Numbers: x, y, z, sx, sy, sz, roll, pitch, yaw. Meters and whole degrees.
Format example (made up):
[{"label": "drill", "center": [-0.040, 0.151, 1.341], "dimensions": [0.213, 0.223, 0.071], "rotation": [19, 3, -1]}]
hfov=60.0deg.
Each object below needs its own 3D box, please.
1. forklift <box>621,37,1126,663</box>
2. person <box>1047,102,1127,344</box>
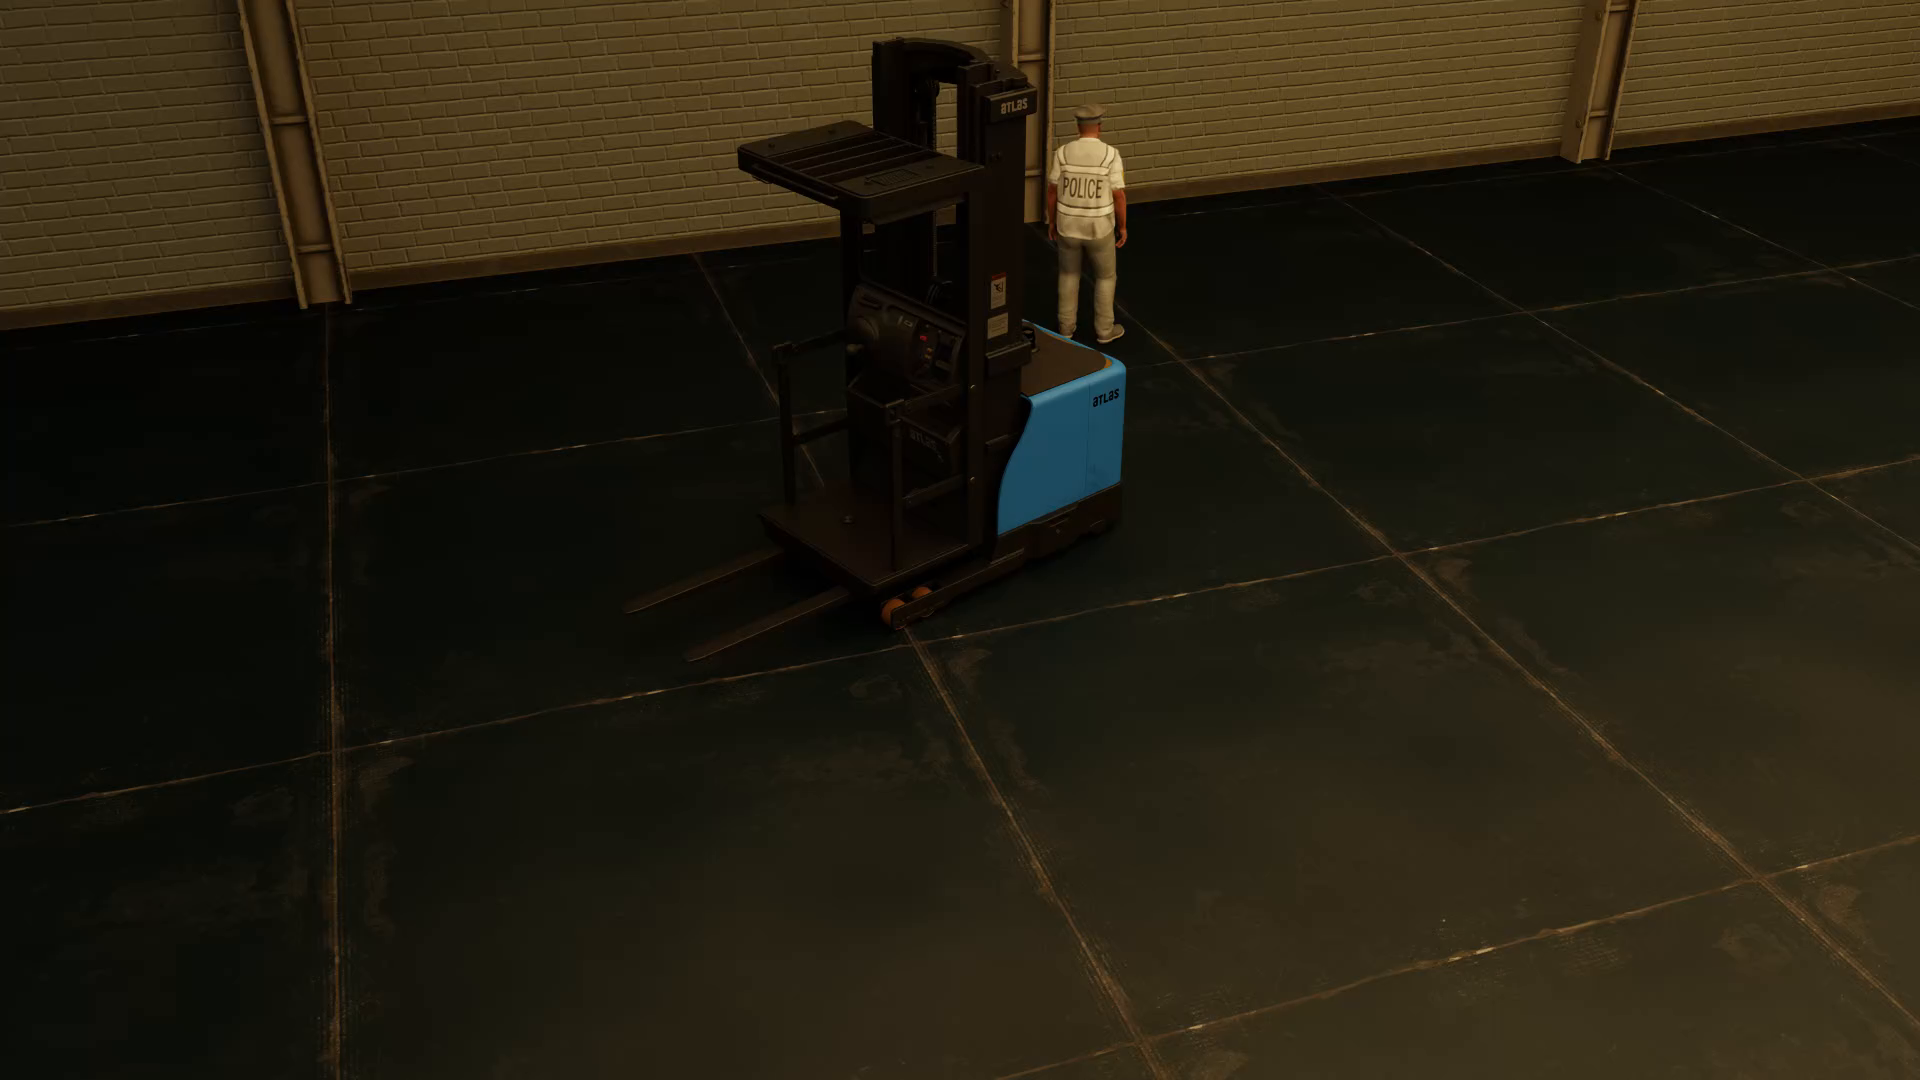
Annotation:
[{"label": "forklift", "center": [-0.461, -1.072, 8.951], "dimensions": [3.031, 2.935, 1.130], "rotation": [-23, 37, -34]}, {"label": "person", "center": [0.934, -2.311, 12.288], "dimensions": [0.595, 1.748, 0.433], "rotation": [9, 31, 15]}]
